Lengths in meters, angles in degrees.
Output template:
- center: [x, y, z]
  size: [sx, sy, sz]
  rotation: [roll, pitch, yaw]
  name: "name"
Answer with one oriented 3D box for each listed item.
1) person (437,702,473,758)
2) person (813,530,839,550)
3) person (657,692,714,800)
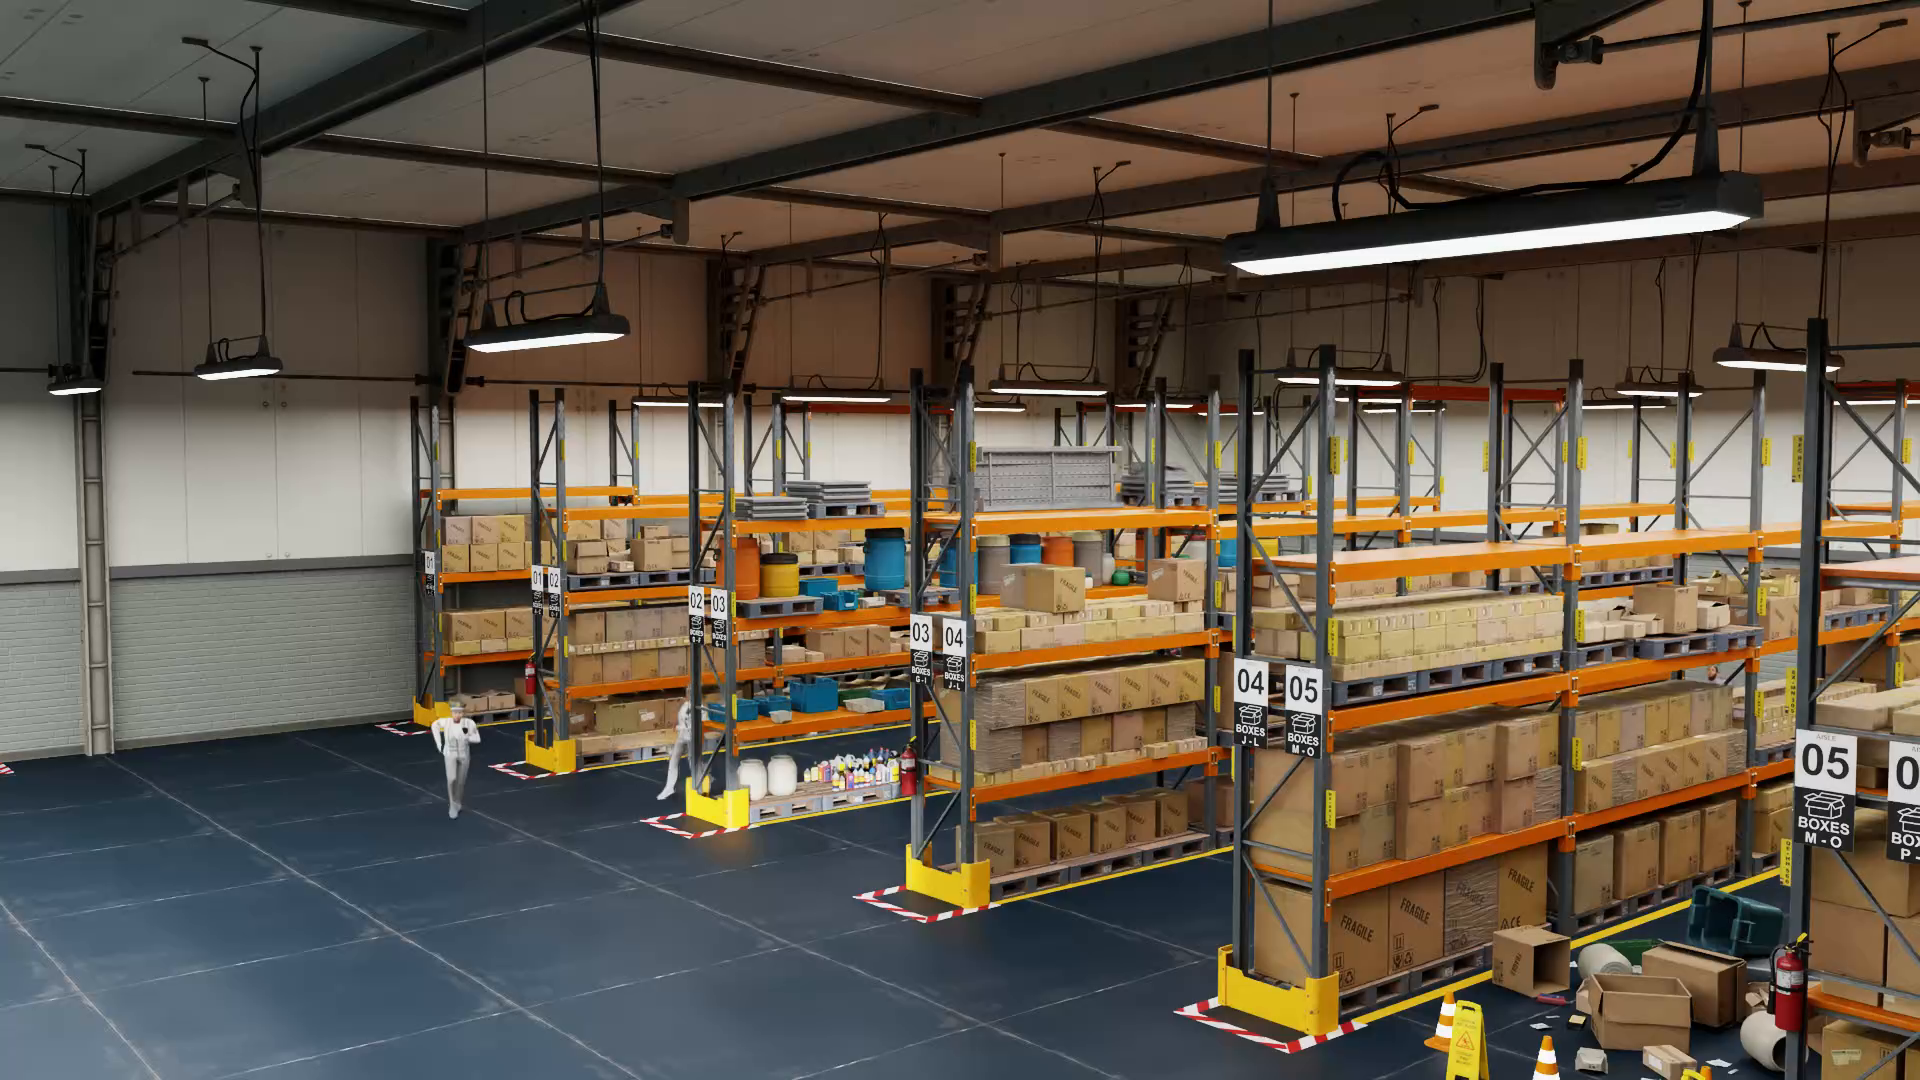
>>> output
- center: [2.780, 2.517, 23.867]
  size: [19.228, 0.796, 5.804]
  rotation: [-1, 4, -22]
  name: "person"
- center: [-0.950, 2.173, 18.393]
  size: [3.684, 3.697, 23.367]
  rotation: [0, 3, 0]
  name: "person"
- center: [-3.910, 2.927, 24.133]
  size: [0.603, 1.633, 0.918]
  rotation: [3, 5, 45]
  name: "person"
